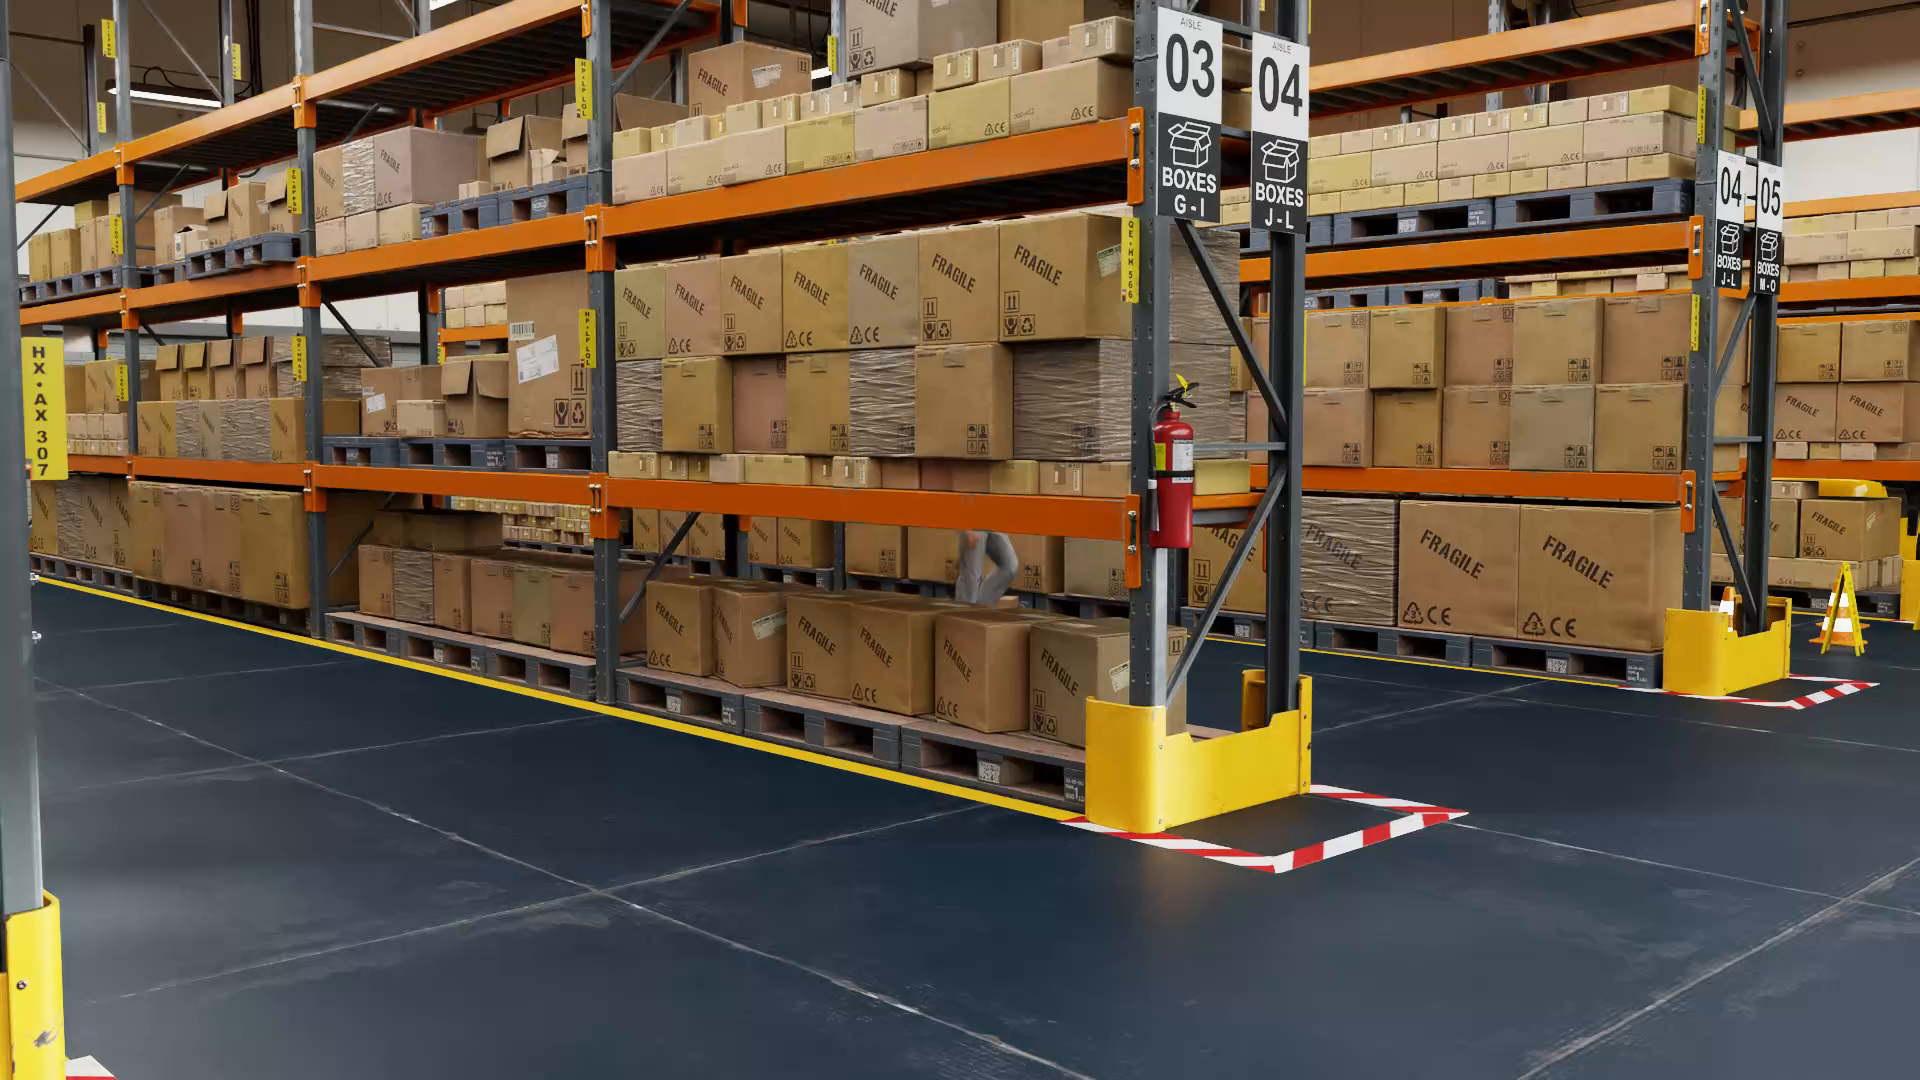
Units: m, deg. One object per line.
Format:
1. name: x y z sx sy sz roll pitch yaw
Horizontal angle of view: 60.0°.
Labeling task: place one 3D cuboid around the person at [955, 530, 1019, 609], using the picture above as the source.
1. person: 0.148 -0.093 12.147 0.479 1.657 0.493 2 4 26
